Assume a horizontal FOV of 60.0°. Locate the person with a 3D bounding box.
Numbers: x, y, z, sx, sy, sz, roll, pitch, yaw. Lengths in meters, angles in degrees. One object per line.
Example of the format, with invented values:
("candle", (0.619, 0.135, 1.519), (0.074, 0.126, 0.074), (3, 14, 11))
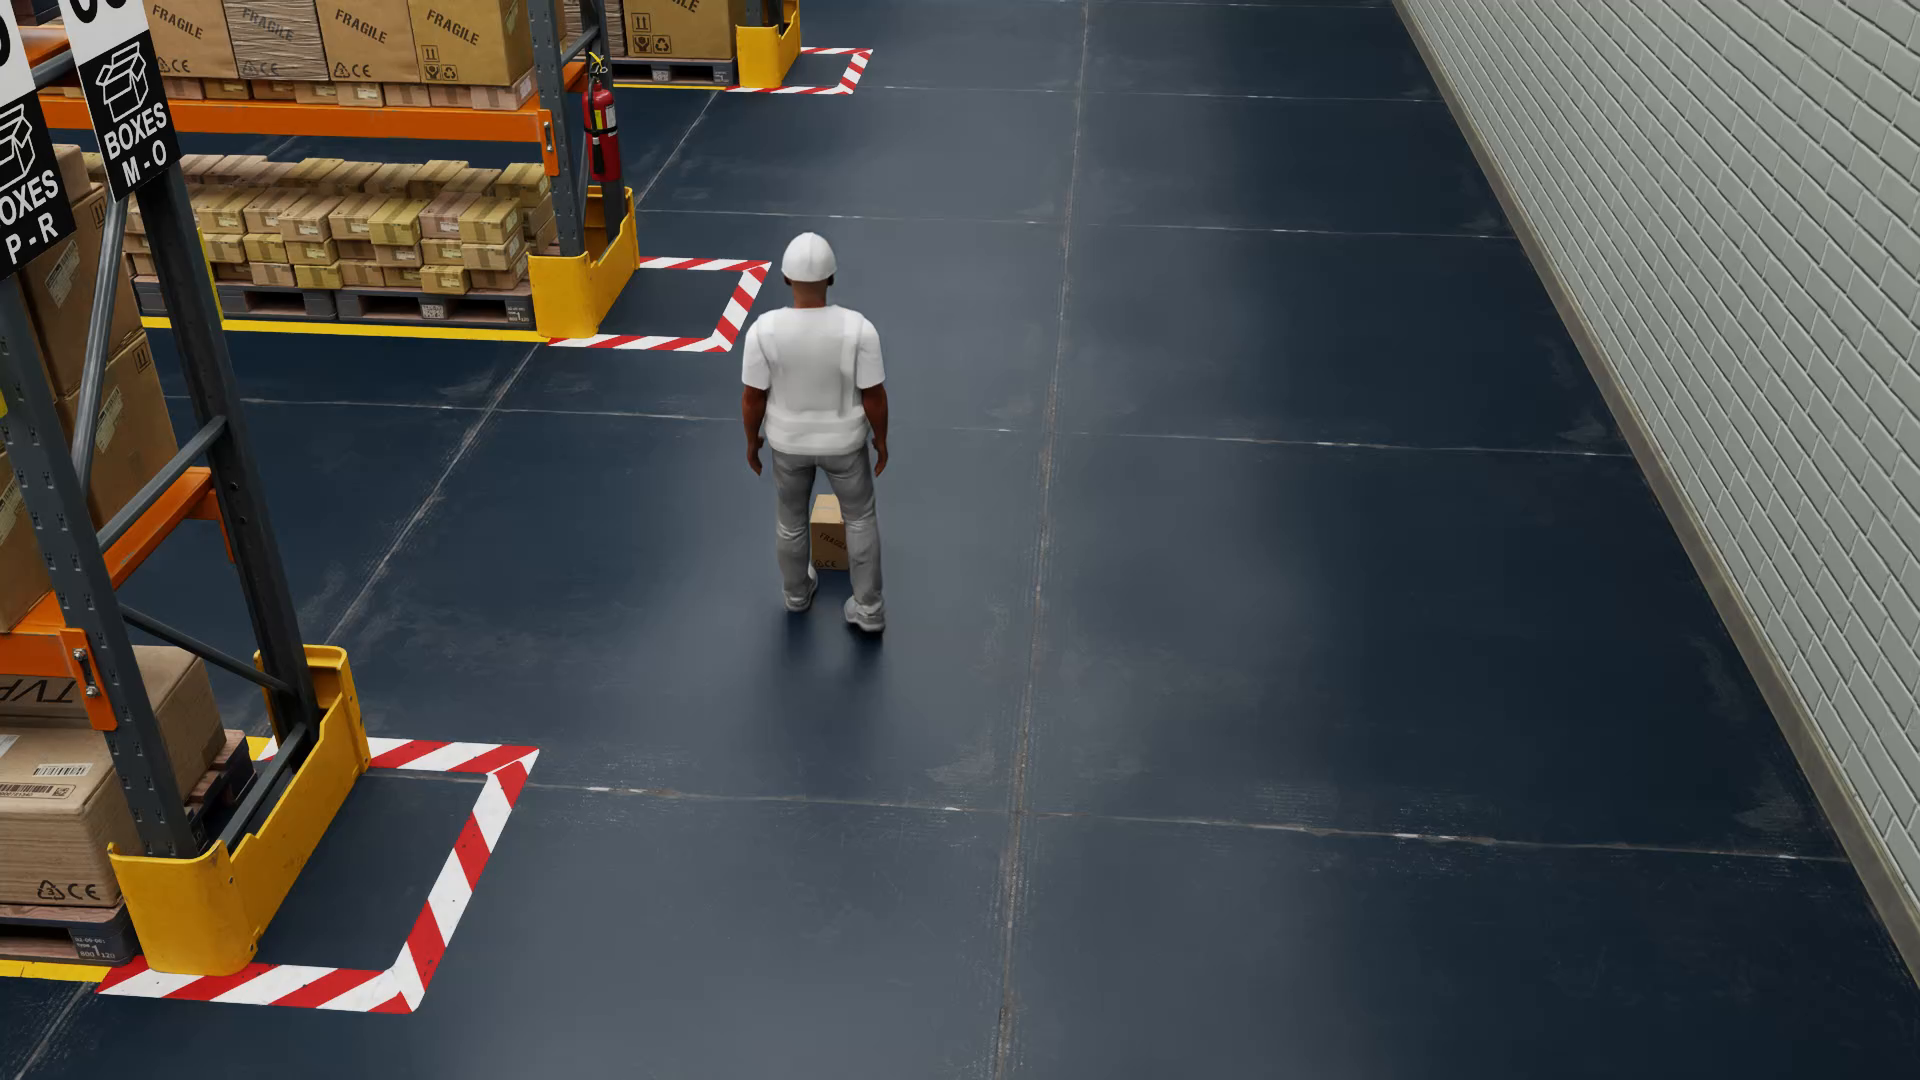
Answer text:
("person", (-0.583, -0.447, 6.829), (0.587, 1.767, 0.547), (0, 32, 0))
